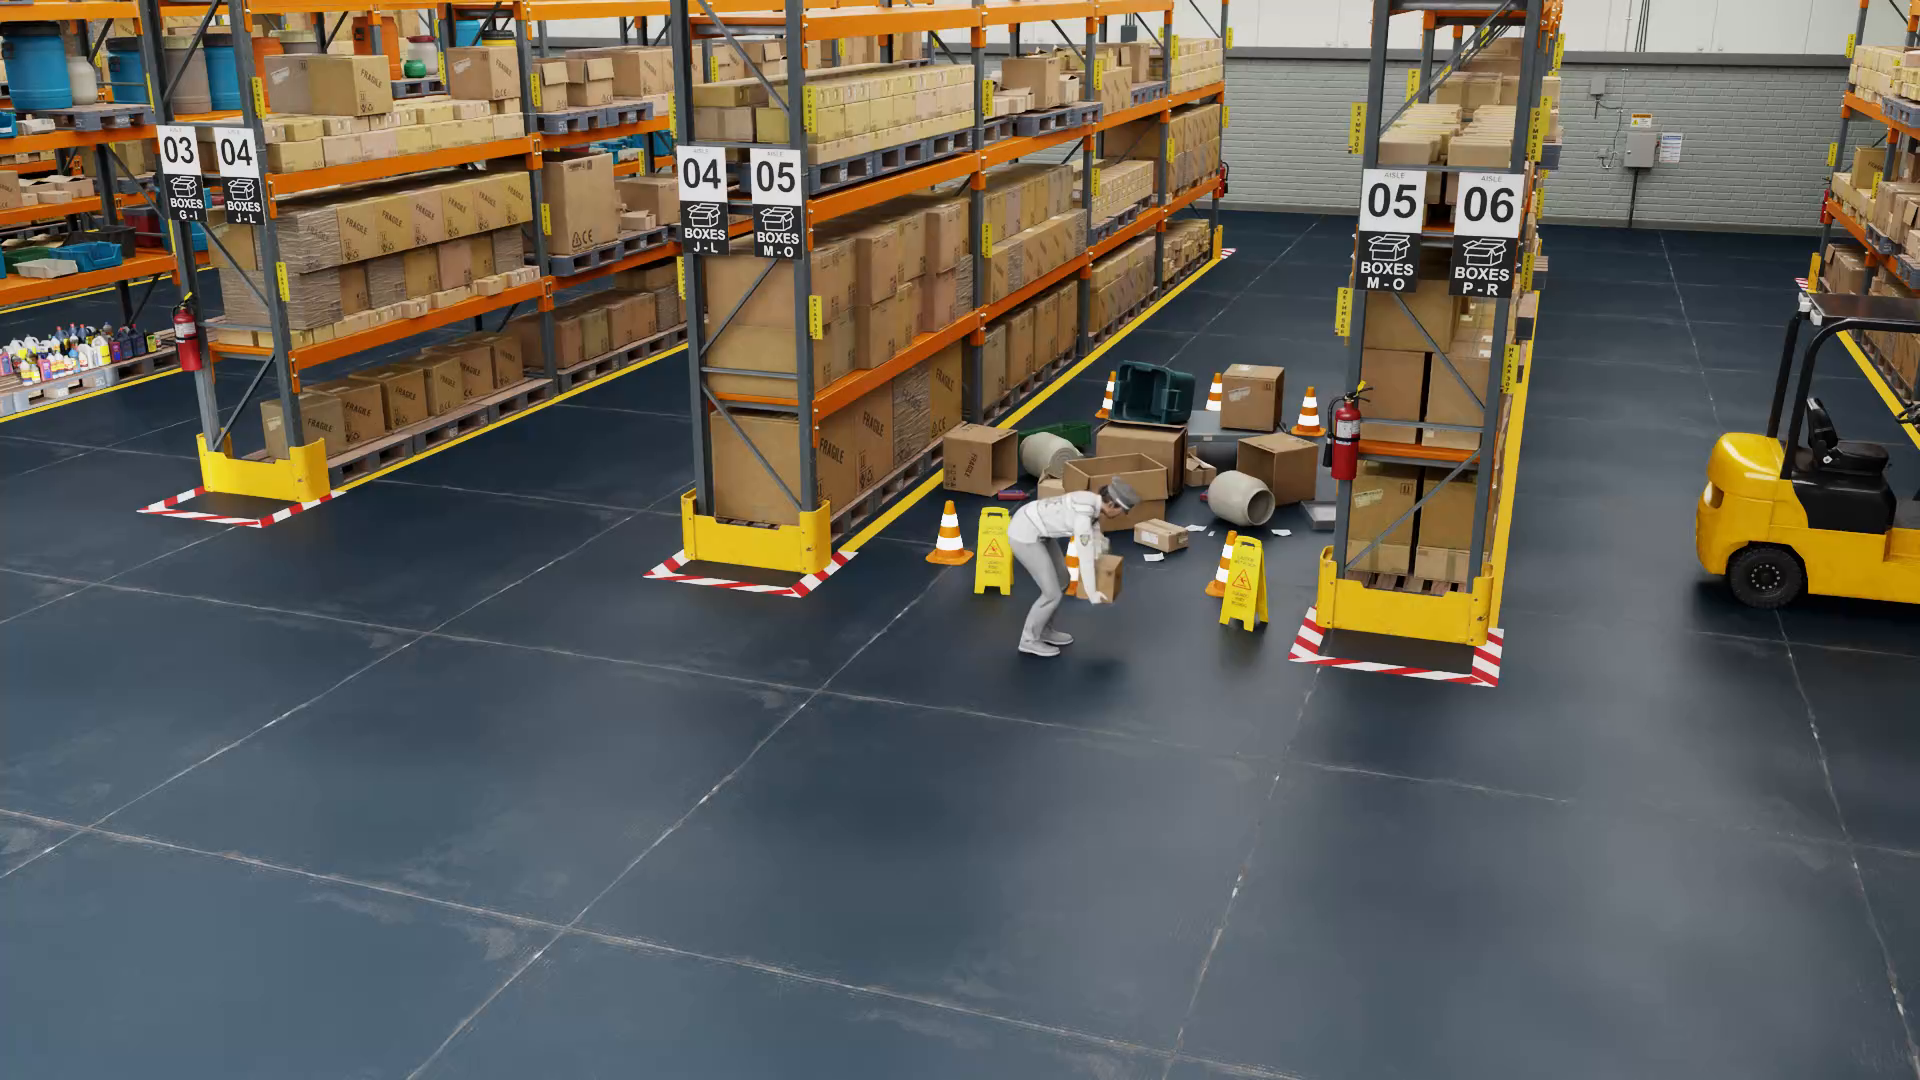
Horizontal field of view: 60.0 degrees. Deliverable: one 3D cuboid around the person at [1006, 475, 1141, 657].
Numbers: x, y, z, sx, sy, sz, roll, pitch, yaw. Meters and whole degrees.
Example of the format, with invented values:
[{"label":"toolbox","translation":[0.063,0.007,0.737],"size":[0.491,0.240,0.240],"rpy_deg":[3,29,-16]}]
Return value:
[{"label":"person","translation":[0.761,0.162,11.244],"size":[0.895,1.244,0.426],"rpy_deg":[4,19,10]}]
